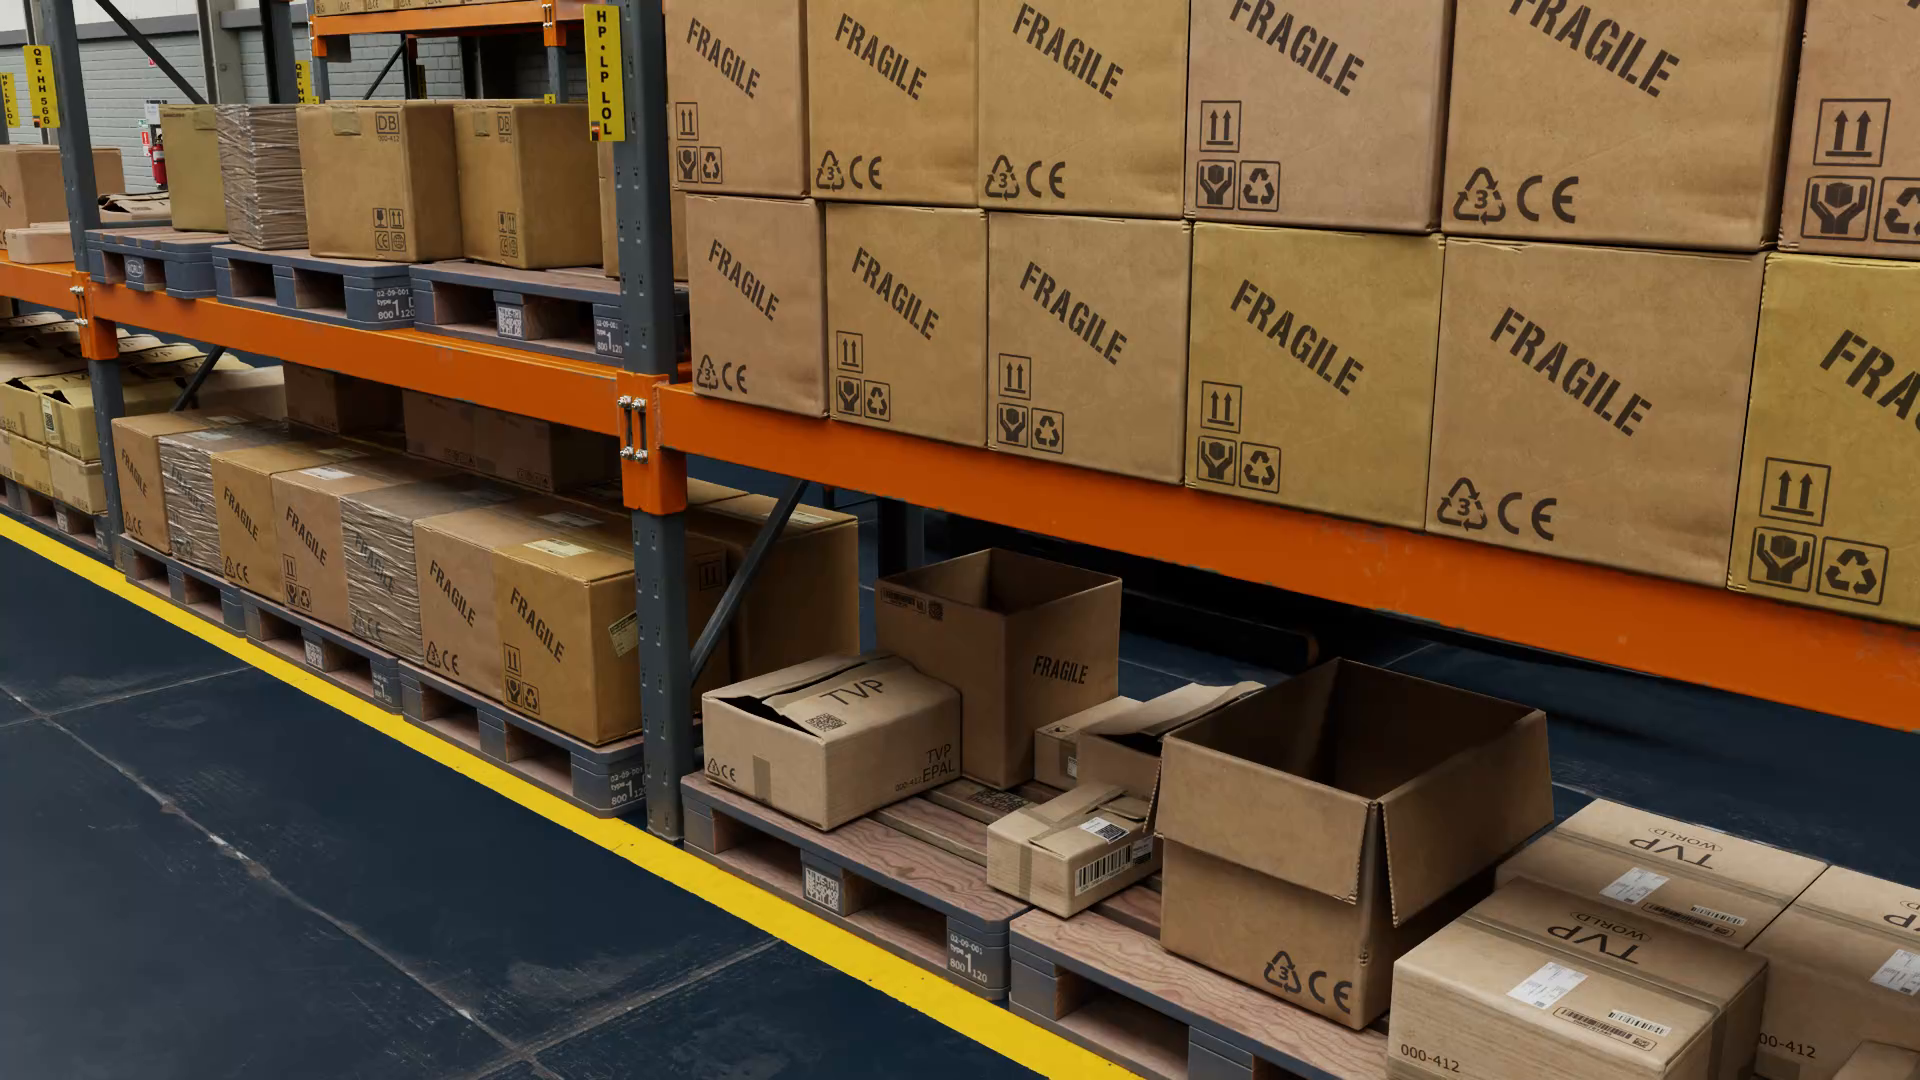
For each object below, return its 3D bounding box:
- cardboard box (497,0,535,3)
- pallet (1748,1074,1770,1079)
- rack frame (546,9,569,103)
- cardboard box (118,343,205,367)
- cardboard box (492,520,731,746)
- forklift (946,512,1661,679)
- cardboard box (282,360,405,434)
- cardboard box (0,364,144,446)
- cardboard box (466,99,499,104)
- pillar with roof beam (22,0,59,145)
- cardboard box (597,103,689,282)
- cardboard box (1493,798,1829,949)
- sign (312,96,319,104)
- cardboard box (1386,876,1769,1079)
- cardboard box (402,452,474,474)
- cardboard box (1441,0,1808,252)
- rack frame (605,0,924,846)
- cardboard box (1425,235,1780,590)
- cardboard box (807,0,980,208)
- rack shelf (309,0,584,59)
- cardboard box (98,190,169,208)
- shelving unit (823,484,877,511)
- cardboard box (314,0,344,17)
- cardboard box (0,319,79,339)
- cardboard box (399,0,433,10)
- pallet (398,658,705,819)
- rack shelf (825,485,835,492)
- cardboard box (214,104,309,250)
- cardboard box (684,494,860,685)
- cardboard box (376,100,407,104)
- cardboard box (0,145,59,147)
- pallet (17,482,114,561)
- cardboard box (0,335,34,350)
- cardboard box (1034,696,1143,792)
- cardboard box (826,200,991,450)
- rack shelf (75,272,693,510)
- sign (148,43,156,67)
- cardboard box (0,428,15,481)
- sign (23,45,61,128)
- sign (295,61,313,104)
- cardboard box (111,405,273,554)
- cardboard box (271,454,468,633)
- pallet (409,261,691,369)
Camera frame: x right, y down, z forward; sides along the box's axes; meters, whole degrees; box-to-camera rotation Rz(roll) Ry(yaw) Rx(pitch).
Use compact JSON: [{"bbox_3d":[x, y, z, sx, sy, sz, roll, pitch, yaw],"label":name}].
[{"bbox_3d":[-3.360,-4.551,13.264,0.500,0.500,0.500,-14,20,-43],"label":"cardboard box"},{"bbox_3d":[1.751,1.199,2.913,1.213,0.211,1.003,14,20,42],"label":"pallet"},{"bbox_3d":[-2.823,-2.998,13.489,0.127,3.000,1.000,14,20,42],"label":"rack frame"},{"bbox_3d":[-4.302,-0.867,8.819,0.500,0.311,0.500,13,19,41],"label":"cardboard box"},{"bbox_3d":[-1.054,0.264,5.053,0.500,0.500,0.500,14,20,42],"label":"cardboard box"},{"bbox_3d":[1.363,-1.083,6.274,3.031,2.935,1.130,13,20,41],"label":"forklift"},{"bbox_3d":[-2.499,-0.634,7.014,0.500,0.250,0.500,-14,20,-42],"label":"cardboard box"},{"bbox_3d":[-4.306,-0.679,8.096,0.500,0.311,0.500,13,20,41],"label":"cardboard box"},{"bbox_3d":[-3.741,-3.411,13.844,0.500,0.500,0.500,14,20,42],"label":"cardboard box"},{"bbox_3d":[-16.225,-7.954,20.612,0.400,9.000,9.100,14,20,42],"label":"pillar with roof beam"},{"bbox_3d":[-0.685,-1.073,5.070,0.500,0.500,0.700,7,16,24],"label":"cardboard box"},{"bbox_3d":[1.466,0.798,3.501,0.500,0.250,0.500,14,20,42],"label":"cardboard box"},{"bbox_3d":[-6.079,-4.018,15.688,0.005,0.325,0.100,14,20,42],"label":"sign"},{"bbox_3d":[1.155,0.898,3.119,0.500,0.250,0.500,14,20,42],"label":"cardboard box"},{"bbox_3d":[-1.788,-0.099,6.448,0.500,0.500,0.500,13,19,40],"label":"cardboard box"},{"bbox_3d":[1.128,-0.736,2.628,0.500,0.500,0.500,-14,20,-43],"label":"cardboard box"},{"bbox_3d":[-0.500,-0.698,4.662,0.127,3.000,1.000,14,20,42],"label":"rack frame"},{"bbox_3d":[1.137,-0.254,2.759,0.500,0.500,0.500,14,20,43],"label":"cardboard box"},{"bbox_3d":[0.016,-1.006,3.664,0.500,0.500,0.500,13,19,40],"label":"cardboard box"},{"bbox_3d":[-4.263,-4.451,14.544,4.000,0.370,1.077,14,20,42],"label":"rack shelf"},{"bbox_3d":[-3.888,-1.547,8.095,0.500,0.311,0.500,13,20,42],"label":"cardboard box"},{"bbox_3d":[-0.119,-0.572,7.895,1.048,1.125,0.538,13,20,41],"label":"shelving unit"},{"bbox_3d":[-5.635,-5.104,15.383,0.500,0.500,0.500,-14,20,-43],"label":"cardboard box"},{"bbox_3d":[-5.389,-1.133,9.841,0.500,0.311,0.500,-14,20,-43],"label":"cardboard box"},{"bbox_3d":[-4.496,-4.823,14.307,0.500,0.500,0.500,-13,19,-41],"label":"cardboard box"},{"bbox_3d":[-1.111,0.516,5.533,1.213,0.211,1.003,14,20,42],"label":"pallet"},{"bbox_3d":[-0.119,-0.335,7.956,1.000,0.278,0.538,13,20,41],"label":"rack shelf"},{"bbox_3d":[-2.322,-1.365,6.191,0.700,0.500,0.500,-10,18,-34],"label":"cardboard box"},{"bbox_3d":[-0.679,0.170,5.416,0.500,0.500,0.500,13,19,40],"label":"cardboard box"},{"bbox_3d":[-4.851,-3.680,14.877,0.500,0.500,0.500,13,19,40],"label":"cardboard box"},{"bbox_3d":[-4.977,-1.829,8.805,0.500,0.500,0.500,14,20,42],"label":"cardboard box"},{"bbox_3d":[-3.945,-0.200,8.280,1.213,0.211,1.003,14,20,42],"label":"pallet"},{"bbox_3d":[-5.404,-0.946,9.120,0.500,0.311,0.500,13,19,40],"label":"cardboard box"},{"bbox_3d":[0.419,0.572,4.571,0.250,0.149,0.380,14,20,42],"label":"cardboard box"},{"bbox_3d":[0.049,-0.519,3.775,0.500,0.500,0.500,14,20,43],"label":"cardboard box"},{"bbox_3d":[-1.939,-0.700,6.096,4.000,0.370,1.077,14,20,42],"label":"rack shelf"},{"bbox_3d":[-10.606,-6.363,21.807,0.199,0.298,0.001,14,20,42],"label":"sign"},{"bbox_3d":[-4.661,-0.497,8.509,0.500,0.250,0.500,-14,20,-43],"label":"cardboard box"},{"bbox_3d":[-3.762,-1.857,6.814,0.005,0.325,0.100,14,20,42],"label":"sign"},{"bbox_3d":[-3.009,-2.020,7.597,0.005,0.325,0.100,14,20,42],"label":"sign"},{"bbox_3d":[-3.250,-0.270,7.103,0.500,0.500,0.500,-13,20,-42],"label":"cardboard box"},{"bbox_3d":[-2.132,0.000,6.068,0.500,0.500,0.500,13,19,40],"label":"cardboard box"},{"bbox_3d":[-0.999,-0.765,5.299,1.213,0.211,1.003,14,20,42],"label":"pallet"}]
